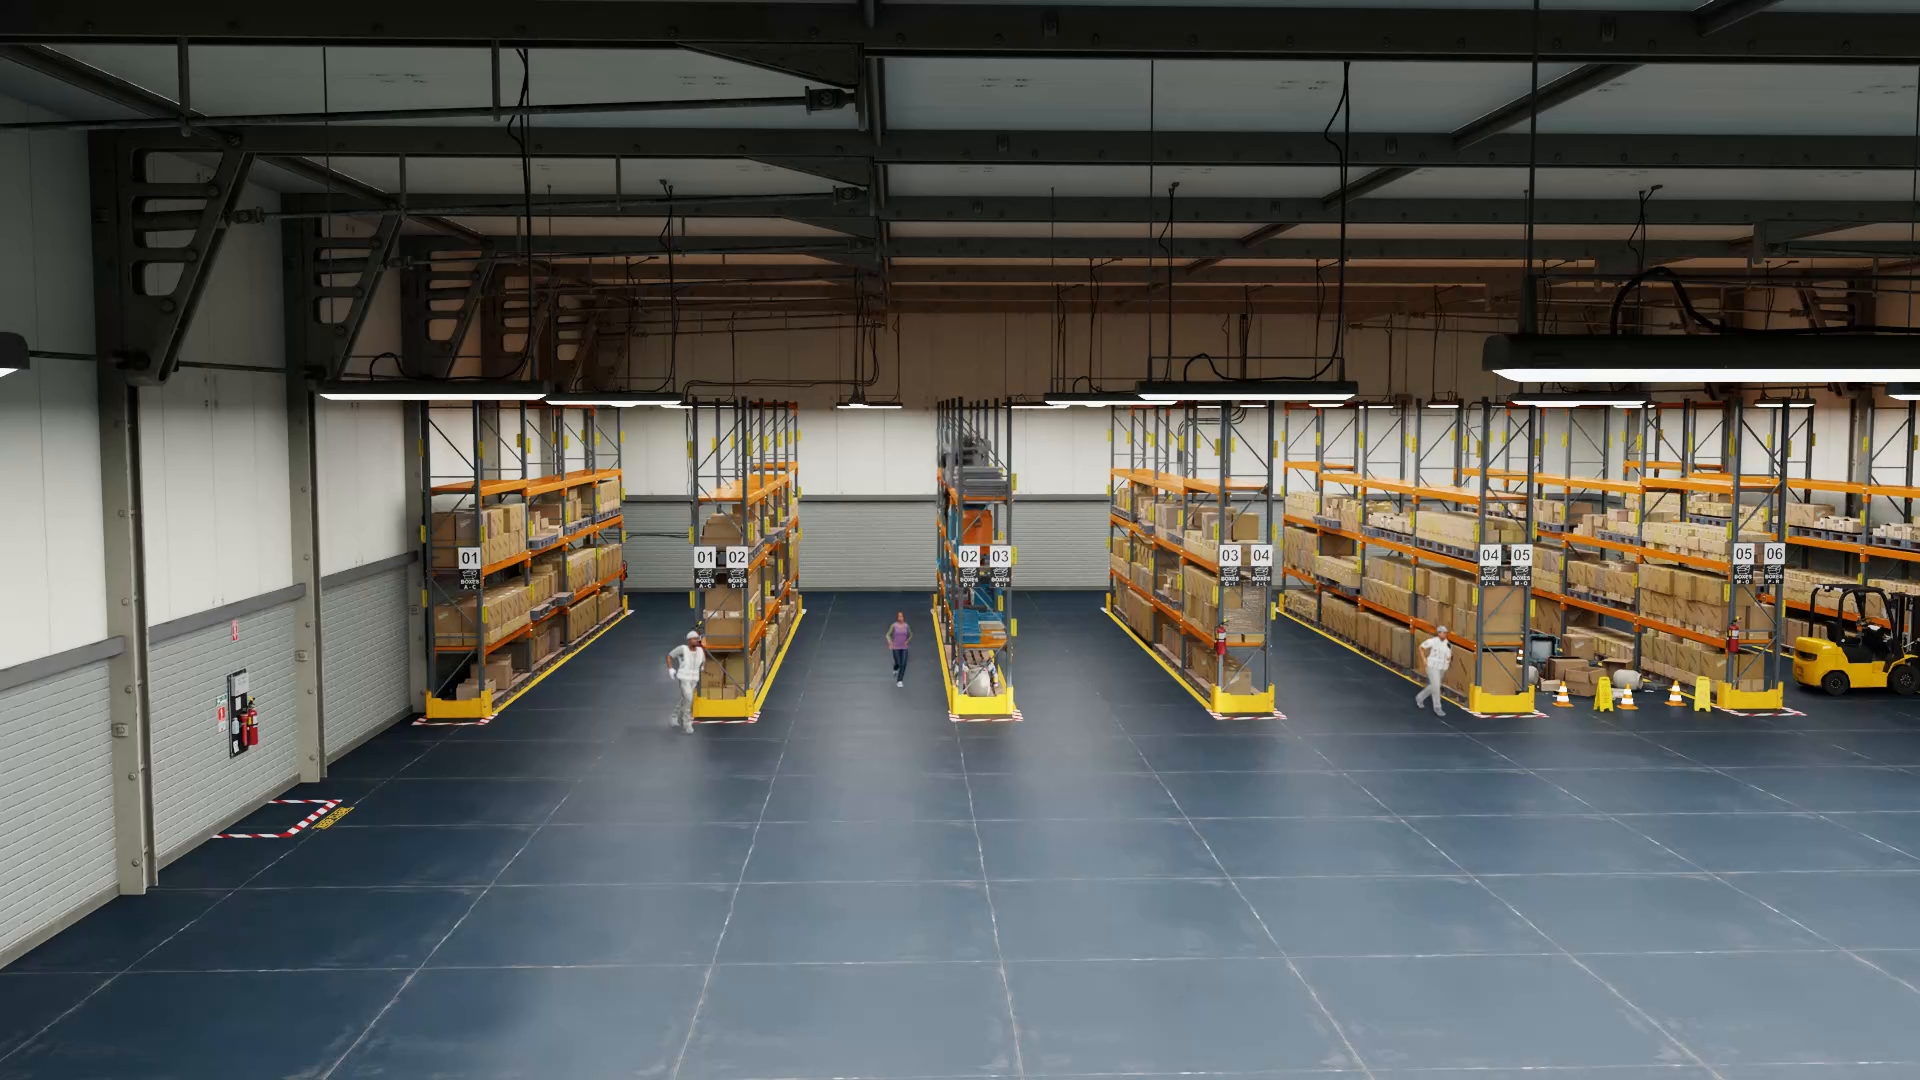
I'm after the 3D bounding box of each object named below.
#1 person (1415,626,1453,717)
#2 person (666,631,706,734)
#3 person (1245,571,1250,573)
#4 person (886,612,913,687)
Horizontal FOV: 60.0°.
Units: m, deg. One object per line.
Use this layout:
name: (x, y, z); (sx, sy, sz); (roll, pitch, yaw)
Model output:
person: (9.077, 2.452, 31.599); (0.647, 1.631, 0.959); (-2, 5, -27)
person: (-4.873, 2.525, 29.952); (0.888, 1.770, 0.714); (4, 6, 44)
person: (7.996, 1.125, 47.849); (0.766, 1.722, 1.112); (3, 5, 33)
person: (-1.243, 2.261, 34.504); (0.549, 1.533, 0.559); (-1, 5, -13)
